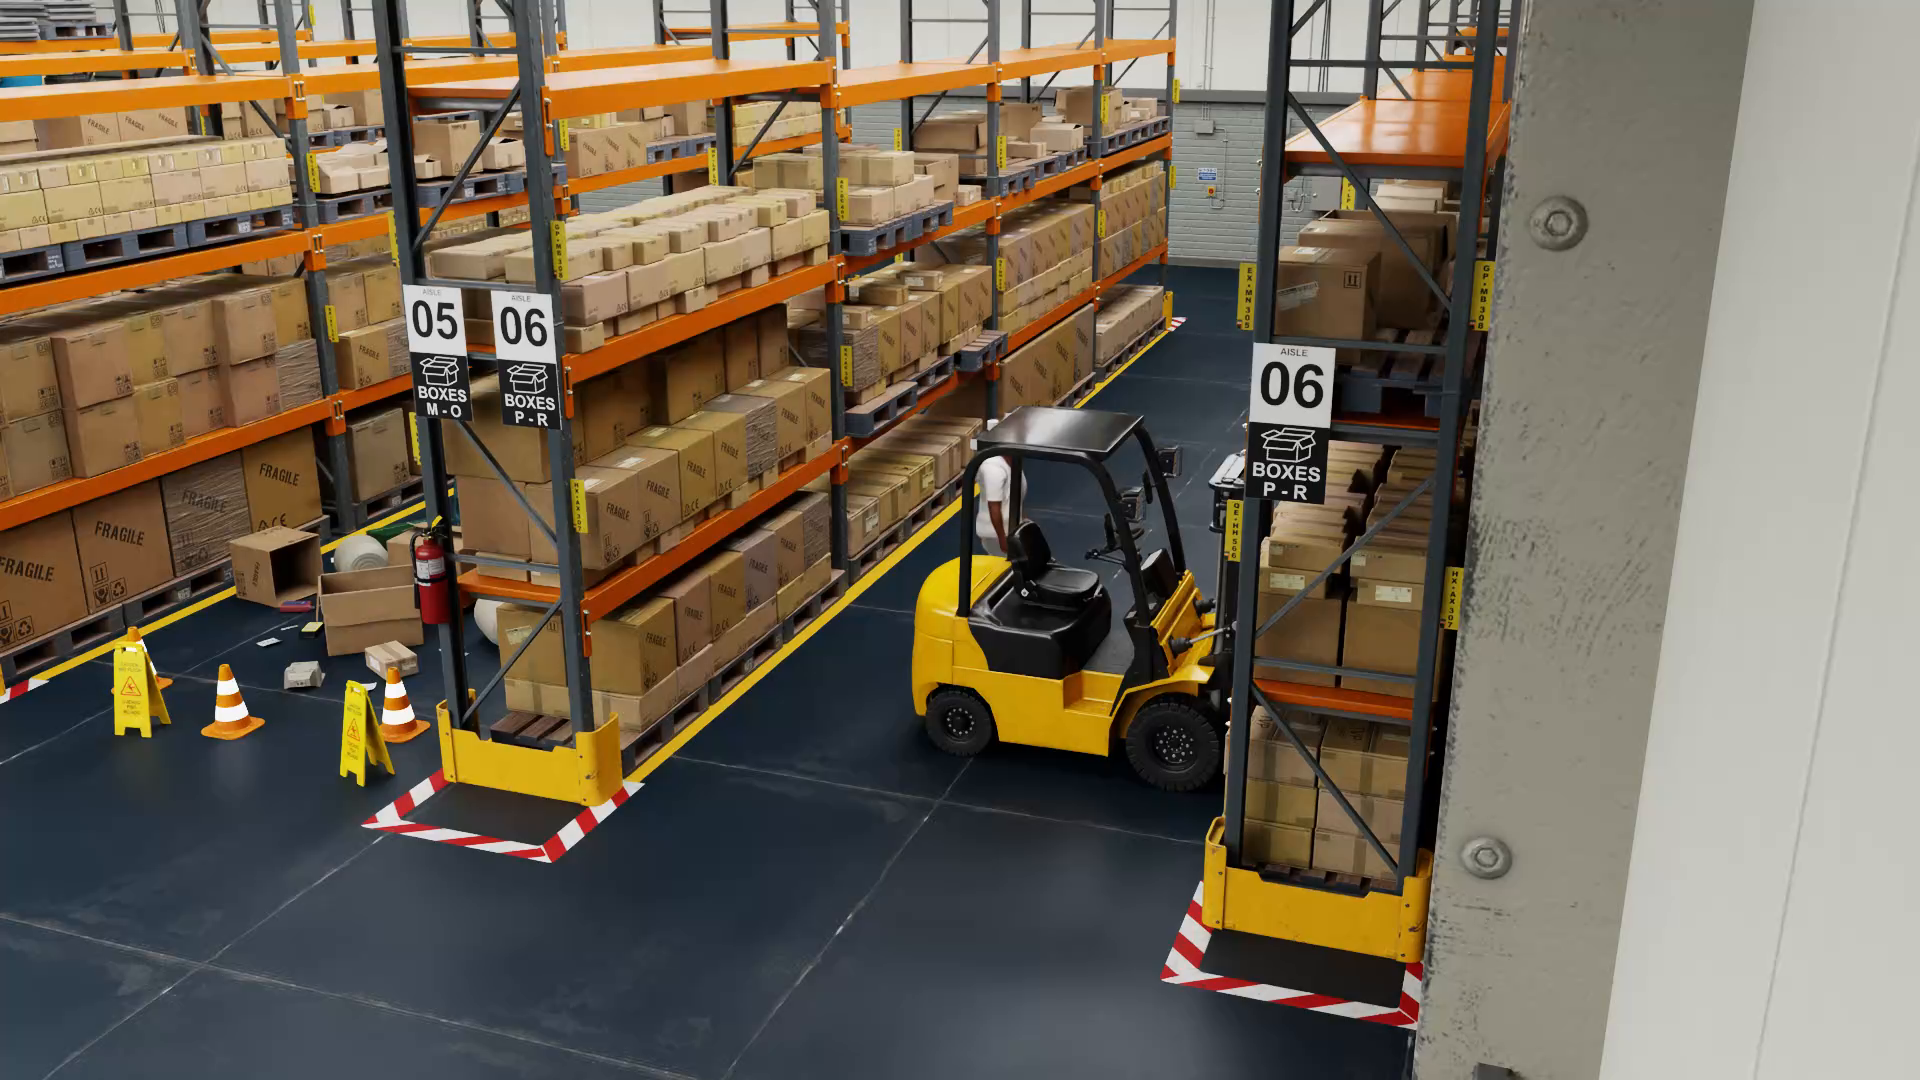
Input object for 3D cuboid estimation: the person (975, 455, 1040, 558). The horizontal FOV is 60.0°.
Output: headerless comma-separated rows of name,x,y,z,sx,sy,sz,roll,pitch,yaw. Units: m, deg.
person,0.368,-0.068,12.792,0.437,1.725,0.588,7,20,19
